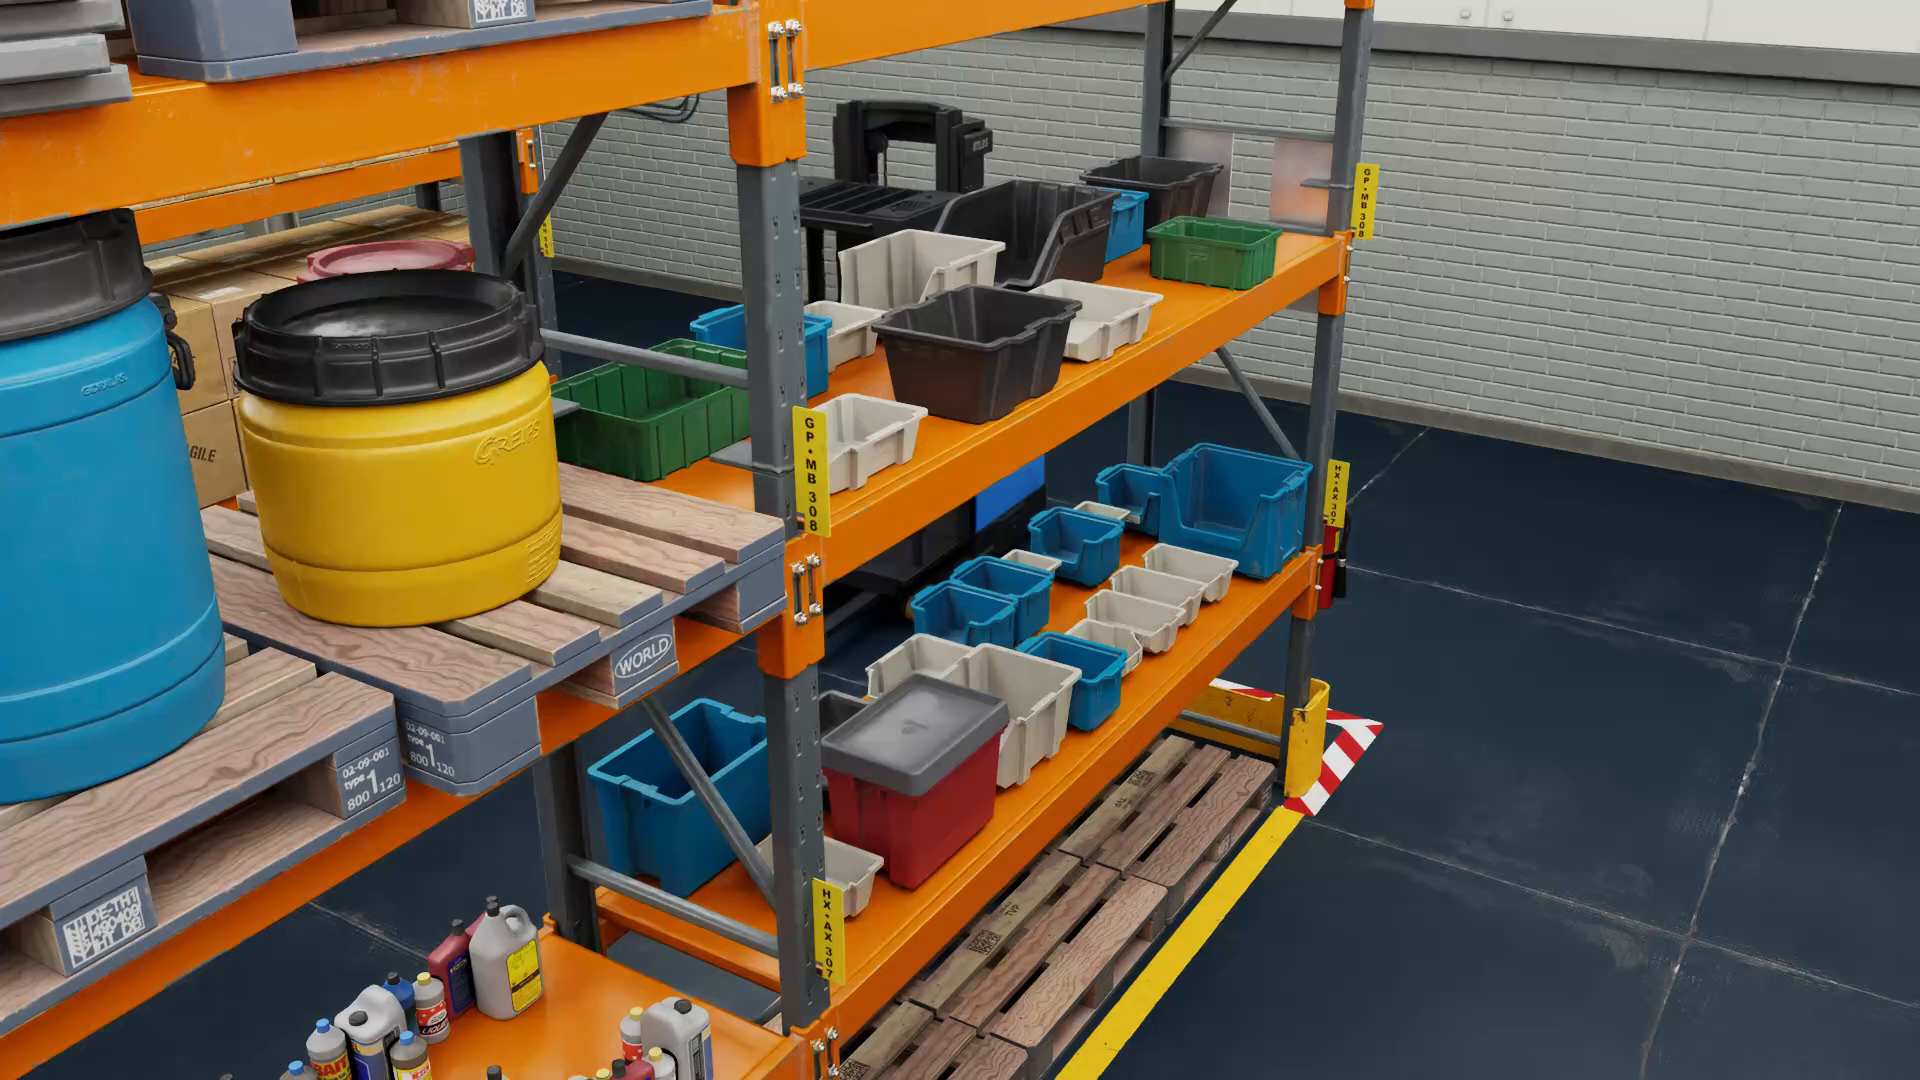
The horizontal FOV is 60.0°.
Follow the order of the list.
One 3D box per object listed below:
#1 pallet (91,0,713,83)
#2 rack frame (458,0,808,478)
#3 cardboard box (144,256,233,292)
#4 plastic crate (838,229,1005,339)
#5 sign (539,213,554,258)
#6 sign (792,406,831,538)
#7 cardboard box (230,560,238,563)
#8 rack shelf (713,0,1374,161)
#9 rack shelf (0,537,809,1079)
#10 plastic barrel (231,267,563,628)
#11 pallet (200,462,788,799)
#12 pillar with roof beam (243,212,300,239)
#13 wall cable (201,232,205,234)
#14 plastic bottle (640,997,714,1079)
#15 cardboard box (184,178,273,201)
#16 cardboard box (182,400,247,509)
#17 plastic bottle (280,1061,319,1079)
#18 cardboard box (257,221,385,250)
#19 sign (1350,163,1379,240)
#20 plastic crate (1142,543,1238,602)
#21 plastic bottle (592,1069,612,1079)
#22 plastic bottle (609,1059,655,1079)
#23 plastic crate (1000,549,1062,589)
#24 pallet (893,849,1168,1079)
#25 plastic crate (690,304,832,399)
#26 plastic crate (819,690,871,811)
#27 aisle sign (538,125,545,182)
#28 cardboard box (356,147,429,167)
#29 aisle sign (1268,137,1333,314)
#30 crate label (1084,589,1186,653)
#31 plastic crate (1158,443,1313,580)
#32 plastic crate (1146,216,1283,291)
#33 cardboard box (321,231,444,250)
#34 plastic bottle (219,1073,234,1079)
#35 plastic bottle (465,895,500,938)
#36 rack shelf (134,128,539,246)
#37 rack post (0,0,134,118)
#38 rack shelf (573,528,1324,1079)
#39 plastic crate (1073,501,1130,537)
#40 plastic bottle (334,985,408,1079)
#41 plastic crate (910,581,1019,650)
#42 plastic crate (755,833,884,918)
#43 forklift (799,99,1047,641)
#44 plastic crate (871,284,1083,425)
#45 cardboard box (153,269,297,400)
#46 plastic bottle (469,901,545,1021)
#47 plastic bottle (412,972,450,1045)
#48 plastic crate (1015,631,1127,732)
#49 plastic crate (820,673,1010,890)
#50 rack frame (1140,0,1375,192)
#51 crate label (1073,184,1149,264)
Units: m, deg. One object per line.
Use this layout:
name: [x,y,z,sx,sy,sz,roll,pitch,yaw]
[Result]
pallet: [-1.240,-1.098,3.200,1.003,0.211,1.213,14,27,29]
rack frame: [-0.829,-1.654,3.743,1.000,3.000,0.127,14,27,29]
cardboard box: [-4.188,-1.183,8.822,0.500,0.500,0.500,14,27,28]
plastic crate: [-0.151,-0.889,5.902,0.437,0.282,0.530,14,27,29]
sign: [-2.464,-1.843,9.877,0.100,0.325,0.005,14,27,29]
sign: [-0.363,-0.165,4.069,0.100,0.325,0.005,14,27,29]
cardboard box: [-4.049,0.369,9.211,0.797,0.503,0.637,14,27,29]
rack shelf: [0.226,-1.815,5.524,1.077,0.370,4.000,14,27,29]
rack shelf: [-1.884,0.728,2.922,1.077,0.370,4.000,14,27,29]
plastic barrel: [-1.138,-0.206,3.408,0.600,0.588,0.600,0,23,0]
pallet: [-1.160,0.095,3.718,1.213,0.211,1.003,14,27,29]
pillar with roof beam: [-2.789,-5.270,12.097,9.100,9.000,0.400,14,27,29]
wall cable: [-7.264,-3.423,14.103,0.084,1.984,1.851,14,27,29]
plastic bottle: [-0.762,1.357,4.496,0.152,0.276,0.135,14,27,29]
cardboard box: [-3.776,-1.866,8.197,0.500,0.250,0.500,14,27,29]
cardboard box: [-4.002,-0.443,8.371,0.500,0.500,0.500,14,27,29]
plastic bottle: [-1.726,1.457,4.359,0.097,0.201,0.097,0,23,0]
cardboard box: [-3.653,-1.522,9.606,0.500,0.500,0.500,14,27,29]
sign: [1.757,-1.469,7.224,0.100,0.325,0.005,14,27,29]
plastic crate: [1.004,0.156,7.370,0.396,0.136,0.243,14,27,29]
plastic bottle: [-0.922,1.469,4.332,0.097,0.201,0.097,0,23,0]
plastic bottle: [-0.846,1.441,4.292,0.061,0.283,0.133,14,27,29]
plastic crate: [0.274,0.177,7.322,0.250,0.136,0.298,14,27,29]
pallet: [0.168,1.709,7.036,1.003,0.211,1.213,14,27,29]
plastic crate: [-0.620,-0.574,5.236,0.416,0.233,0.300,14,27,29]
plastic crate: [-0.467,0.764,5.980,0.437,0.125,0.590,14,27,29]
aisle sign: [-2.629,-2.442,9.842,0.394,0.787,0.004,14,27,29]
cardboard box: [-3.245,-2.203,8.975,0.500,0.250,0.500,14,27,29]
aisle sign: [1.568,-1.407,7.451,0.394,0.787,0.004,14,27,29]
crate label: [0.713,0.350,6.922,0.396,0.136,0.243,14,27,29]
plastic crate: [1.263,-0.142,7.683,0.616,0.435,0.499,14,27,29]
plastic crate: [1.003,-1.137,6.592,0.450,0.188,0.336,14,27,29]
cardboard box: [-3.192,-1.416,9.361,0.500,0.500,0.500,15,27,30]
plastic bottle: [-1.854,1.487,4.186,0.061,0.283,0.133,14,27,29]
plastic bottle: [-1.385,1.187,4.878,0.061,0.283,0.133,14,27,29]
rack shelf: [-3.980,-1.661,8.442,1.077,0.370,4.000,14,27,29]
rack post: [-1.789,-0.714,2.202,0.937,0.300,0.954,17,29,34]
rack shelf: [0.226,0.755,6.637,1.077,0.370,4.000,14,27,29]
plastic crate: [0.631,-0.052,7.851,0.250,0.136,0.298,14,27,29]
plastic bottle: [-1.590,1.356,4.498,0.152,0.276,0.135,14,27,29]
plastic crate: [0.018,0.359,6.781,0.416,0.233,0.300,14,27,29]
plastic crate: [-0.462,1.066,5.269,0.396,0.136,0.243,14,27,29]
forklift: [-0.561,-1.047,9.979,1.130,2.935,3.031,12,26,26]
plastic crate: [0.059,-0.579,5.200,0.497,0.269,0.590,14,27,29]
cardboard box: [-3.733,-1.067,8.554,0.500,0.500,0.500,15,27,31]
plastic bottle: [-1.312,1.187,4.795,0.144,0.351,0.185,14,27,29]
plastic bottle: [-1.501,1.313,4.692,0.097,0.201,0.097,0,23,0]
plastic crate: [0.415,0.546,6.349,0.416,0.233,0.300,14,27,29]
plastic crate: [-0.145,0.794,5.485,0.402,0.464,0.583,14,27,29]
rack frame: [1.281,-3.004,6.861,1.000,3.000,0.127,14,27,29]
crate label: [0.520,-1.315,6.924,0.408,0.251,0.502,14,27,29]
